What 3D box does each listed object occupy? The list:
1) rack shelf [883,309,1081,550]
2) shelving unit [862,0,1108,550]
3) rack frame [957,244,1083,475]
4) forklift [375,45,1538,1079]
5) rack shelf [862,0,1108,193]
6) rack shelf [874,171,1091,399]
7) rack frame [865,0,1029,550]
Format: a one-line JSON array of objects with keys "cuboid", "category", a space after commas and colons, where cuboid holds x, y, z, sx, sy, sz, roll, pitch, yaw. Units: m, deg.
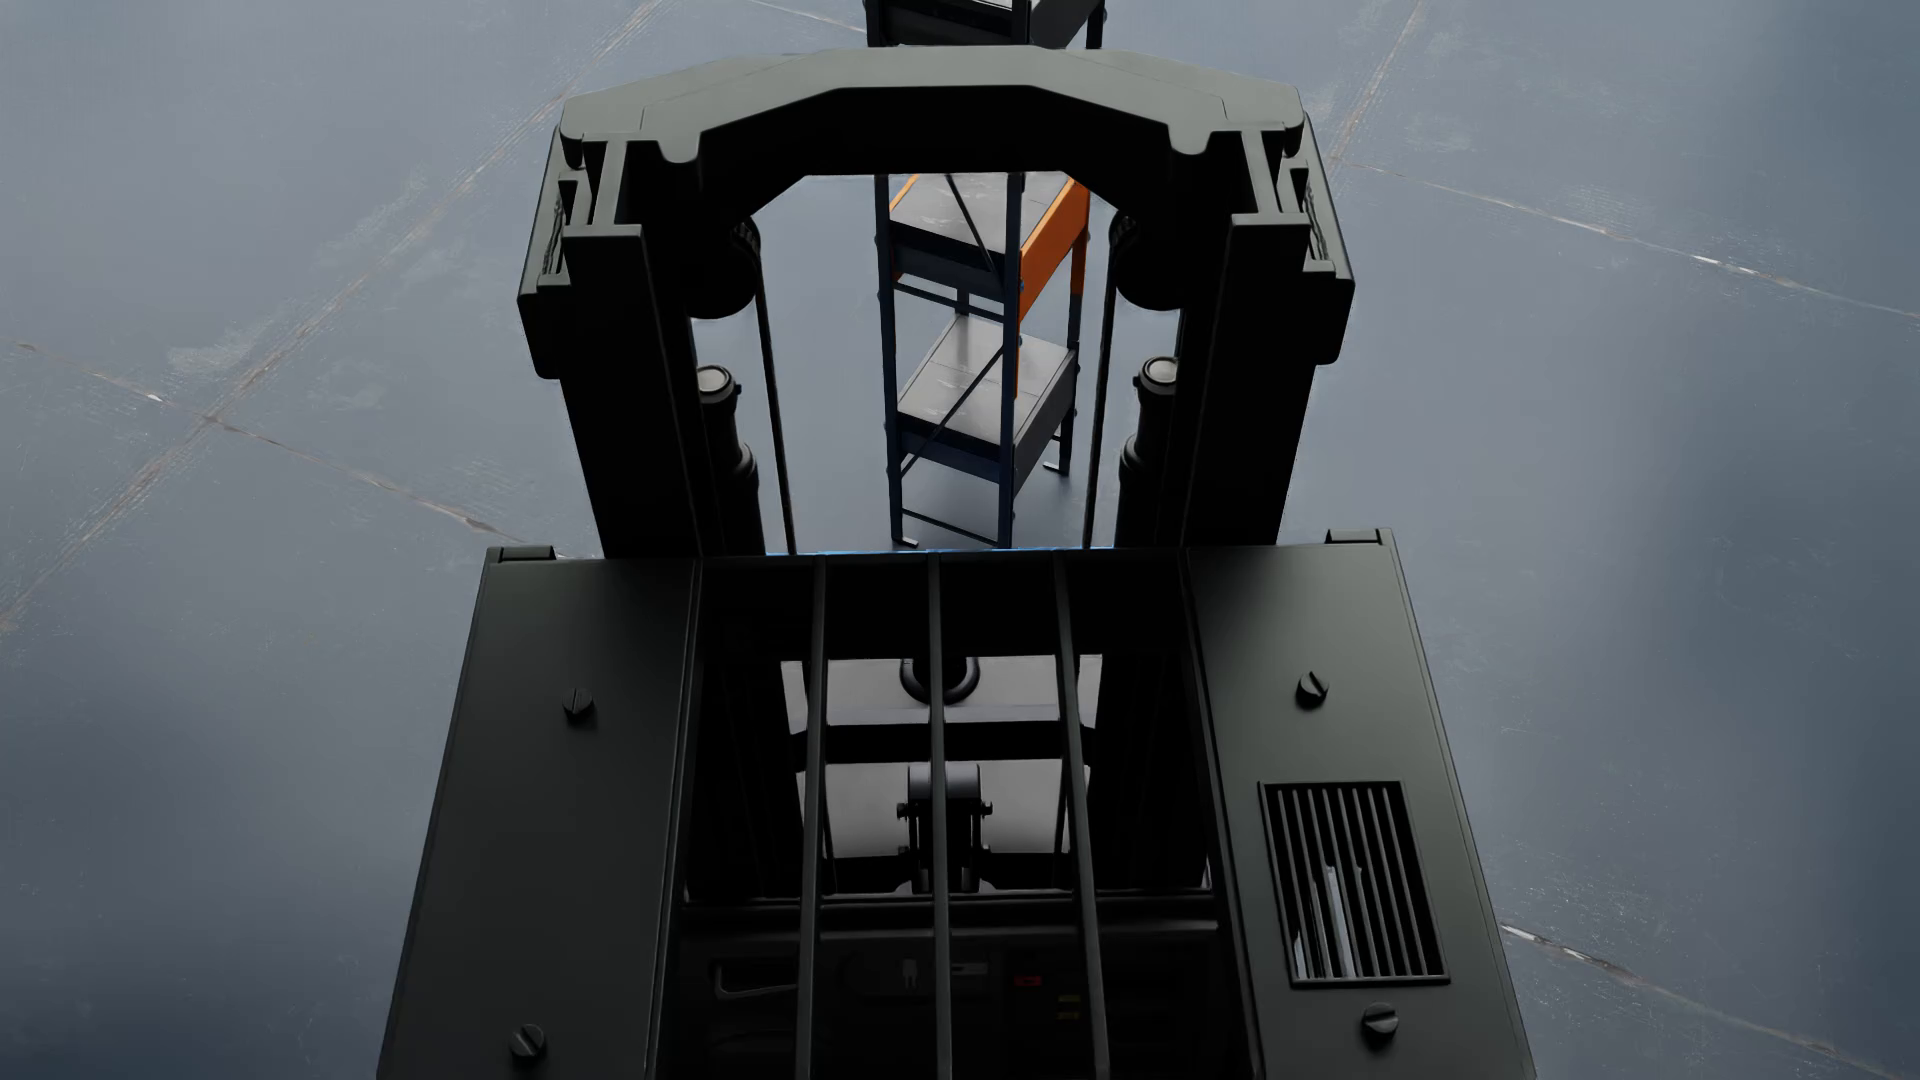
[{"cuboid": [0.071, -0.332, 5.091, 0.431, 0.518, 0.480, 20, 52, 16], "category": "rack shelf"}, {"cuboid": [0.071, -0.794, 4.547, 0.431, 2.100, 0.503, 20, 52, 16], "category": "shelving unit"}, {"cuboid": [0.175, -0.962, 4.690, 0.400, 2.100, 0.015, 20, 52, 16], "category": "rack frame"}, {"cuboid": [-0.013, 0.895, 2.564, 1.130, 2.935, 3.031, -1, 50, -1], "category": "forklift"}, {"cuboid": [0.071, -1.239, 4.025, 0.431, 0.518, 0.480, 20, 52, 16], "category": "rack shelf"}, {"cuboid": [0.071, -0.786, 4.558, 0.431, 0.518, 0.480, 20, 52, 16], "category": "rack shelf"}, {"cuboid": [-0.034, -0.626, 4.404, 0.400, 2.100, 0.015, 20, 52, 16], "category": "rack frame"}]
